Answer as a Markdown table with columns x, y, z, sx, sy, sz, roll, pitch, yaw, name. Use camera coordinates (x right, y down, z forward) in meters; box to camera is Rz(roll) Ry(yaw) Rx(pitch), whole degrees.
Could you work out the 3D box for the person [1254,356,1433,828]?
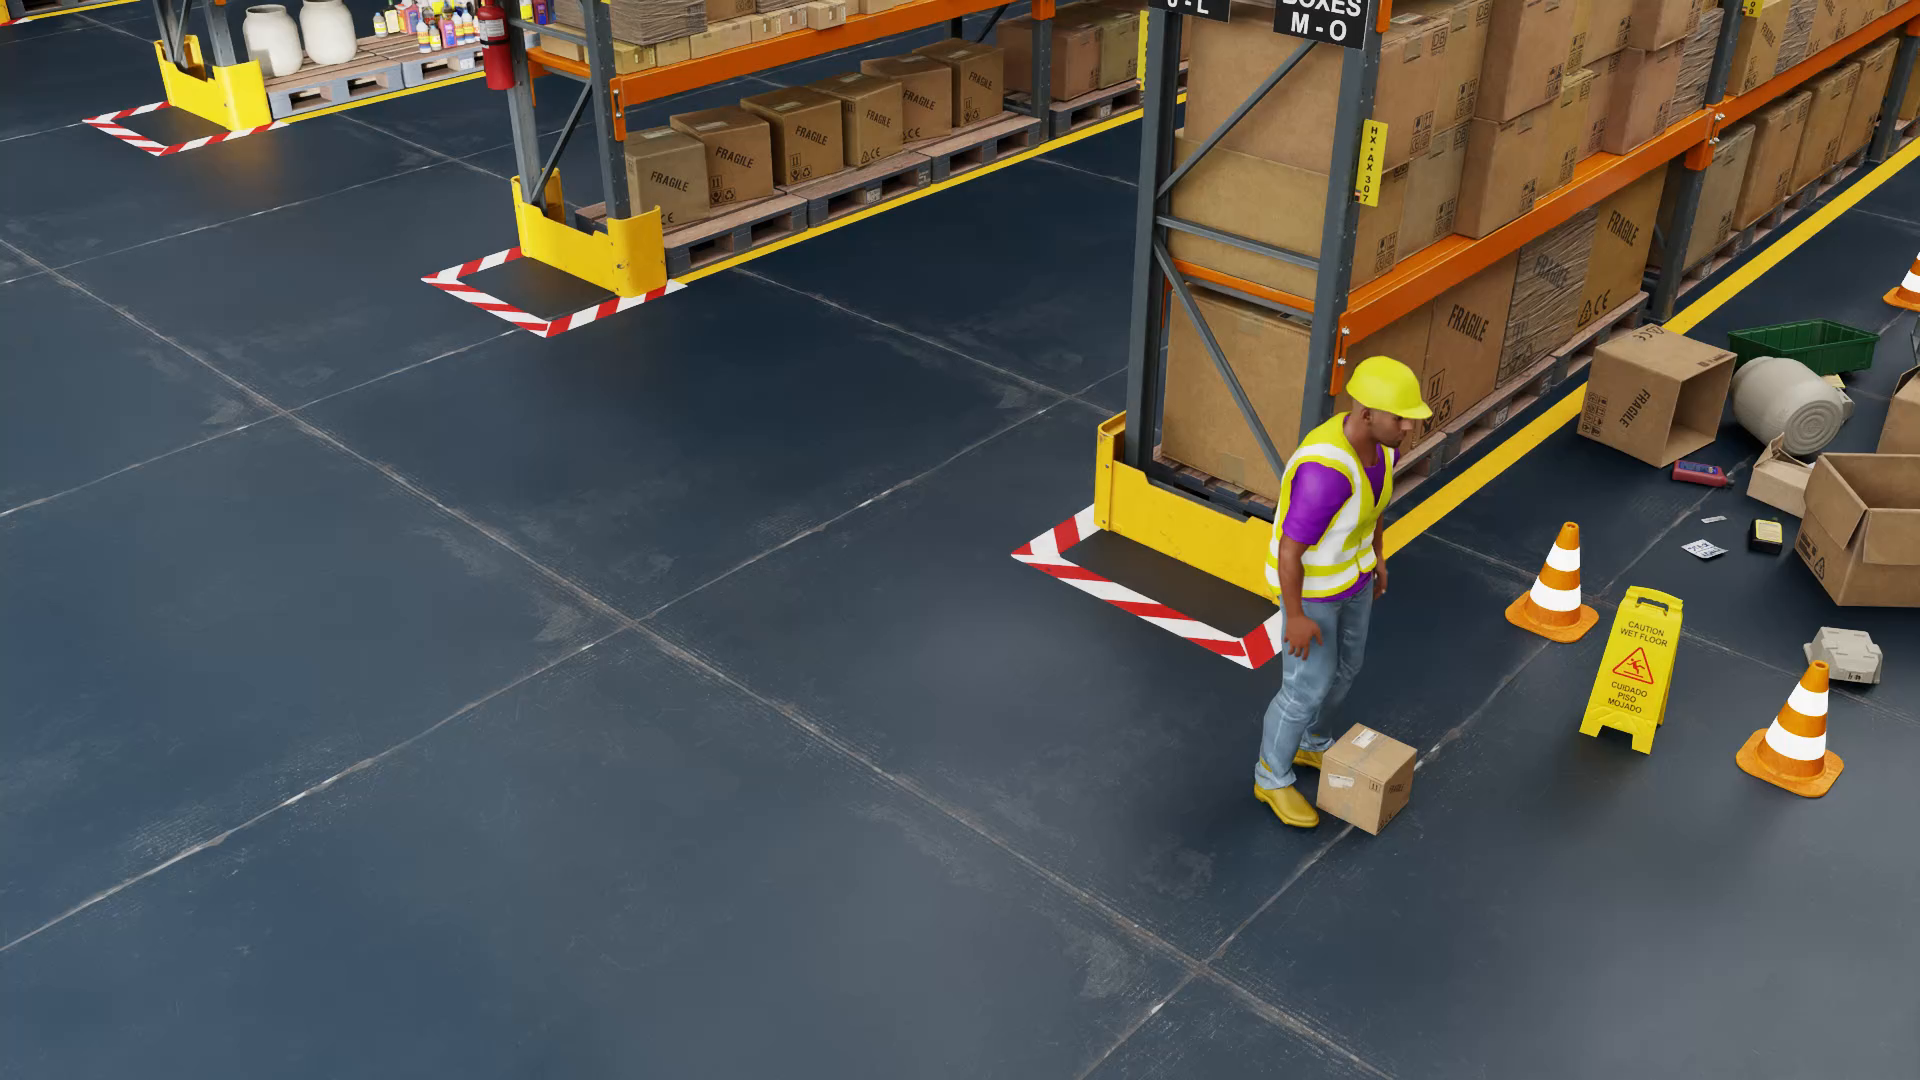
| x | y | z | sx | sy | sz | roll | pitch | yaw | name |
| --- | --- | --- | --- | --- | --- | --- | --- | --- | --- |
| 1.324 | 0.158 | 5.854 | 0.462 | 1.760 | 0.635 | 24 | 39 | 34 | person |
